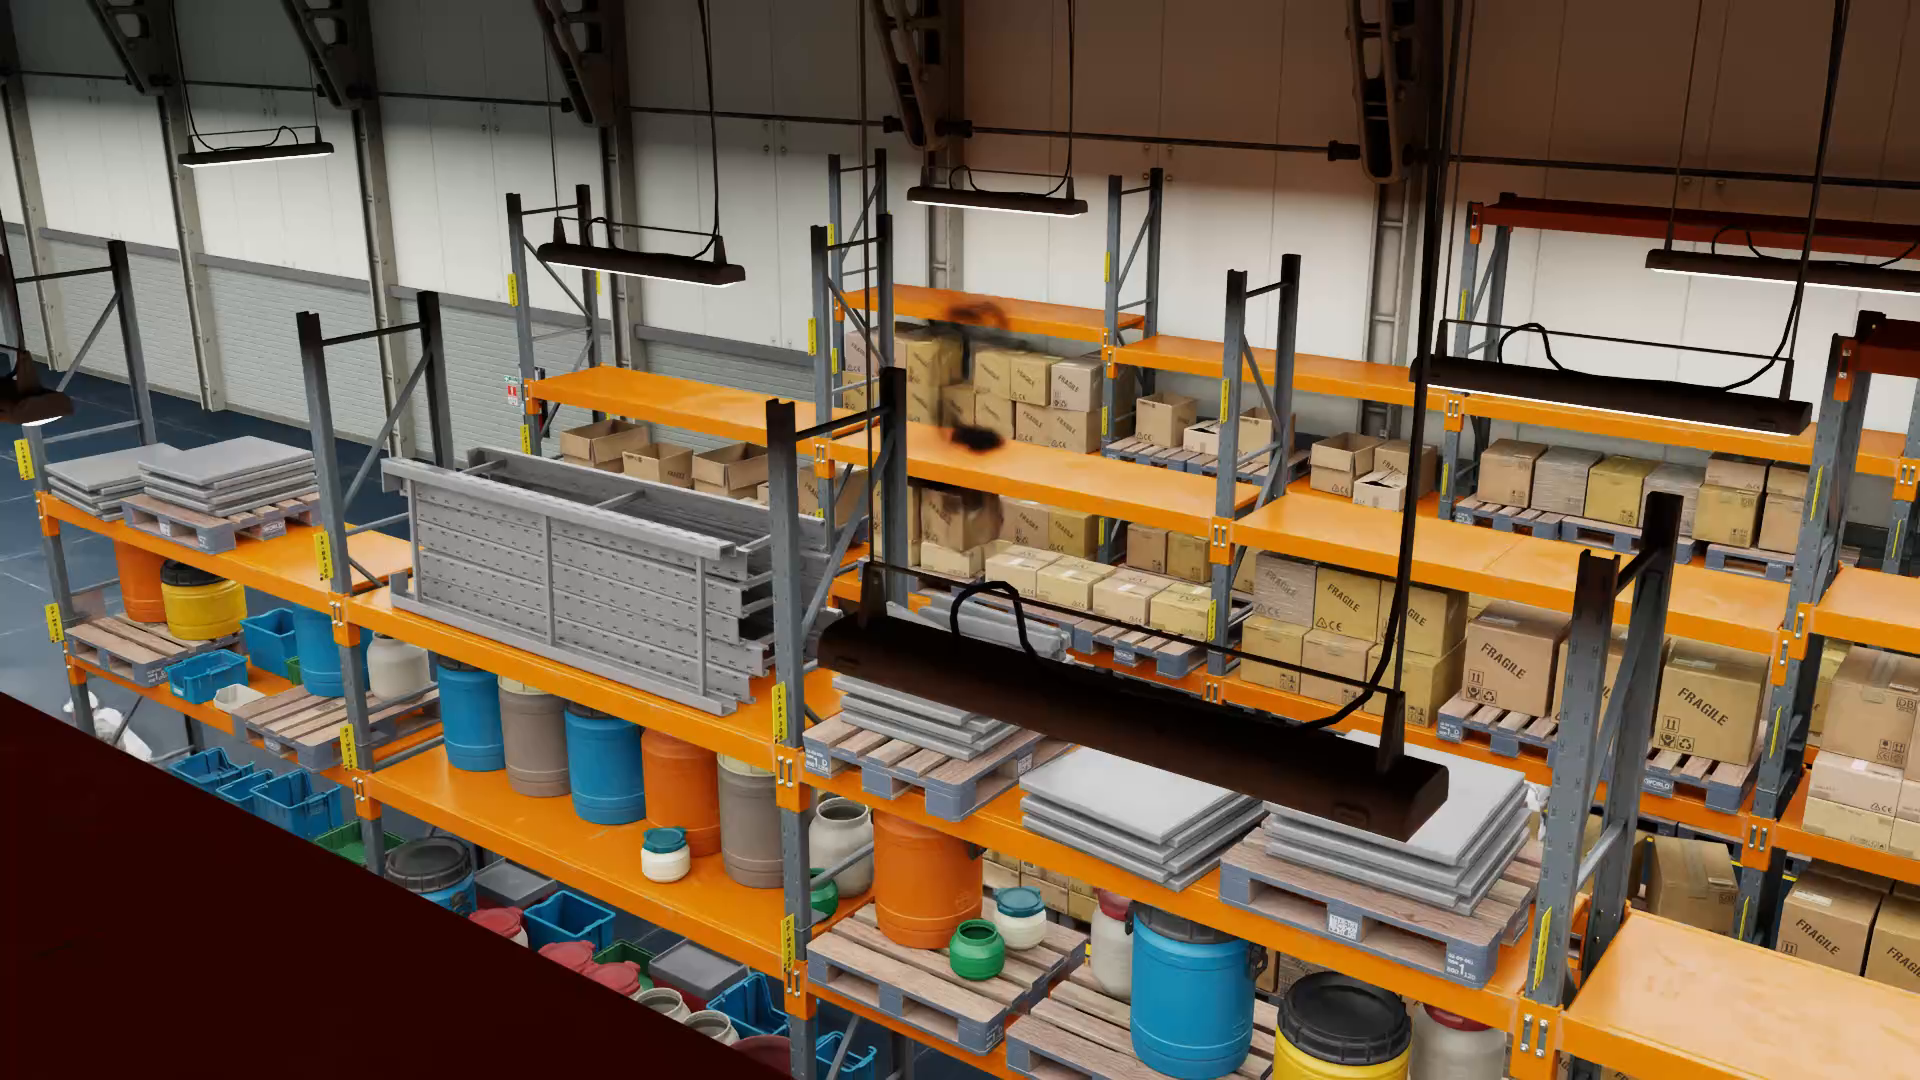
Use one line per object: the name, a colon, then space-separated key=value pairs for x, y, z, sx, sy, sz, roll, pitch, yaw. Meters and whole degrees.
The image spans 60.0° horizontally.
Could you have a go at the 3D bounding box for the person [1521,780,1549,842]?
person: x=4.941 y=2.604 z=14.740 sx=0.529 sy=1.661 sz=0.569 roll=16 pitch=24 yaw=39

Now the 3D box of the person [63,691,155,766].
person: x=-7.905 y=2.223 z=15.918 sx=1.025 sy=1.732 sz=0.699 roll=-4 pitch=19 yaw=-13

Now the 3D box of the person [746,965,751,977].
person: x=-1.626 y=2.996 z=13.408 sx=0.782 sy=1.740 sz=0.674 roll=10 pitch=21 yaw=27
